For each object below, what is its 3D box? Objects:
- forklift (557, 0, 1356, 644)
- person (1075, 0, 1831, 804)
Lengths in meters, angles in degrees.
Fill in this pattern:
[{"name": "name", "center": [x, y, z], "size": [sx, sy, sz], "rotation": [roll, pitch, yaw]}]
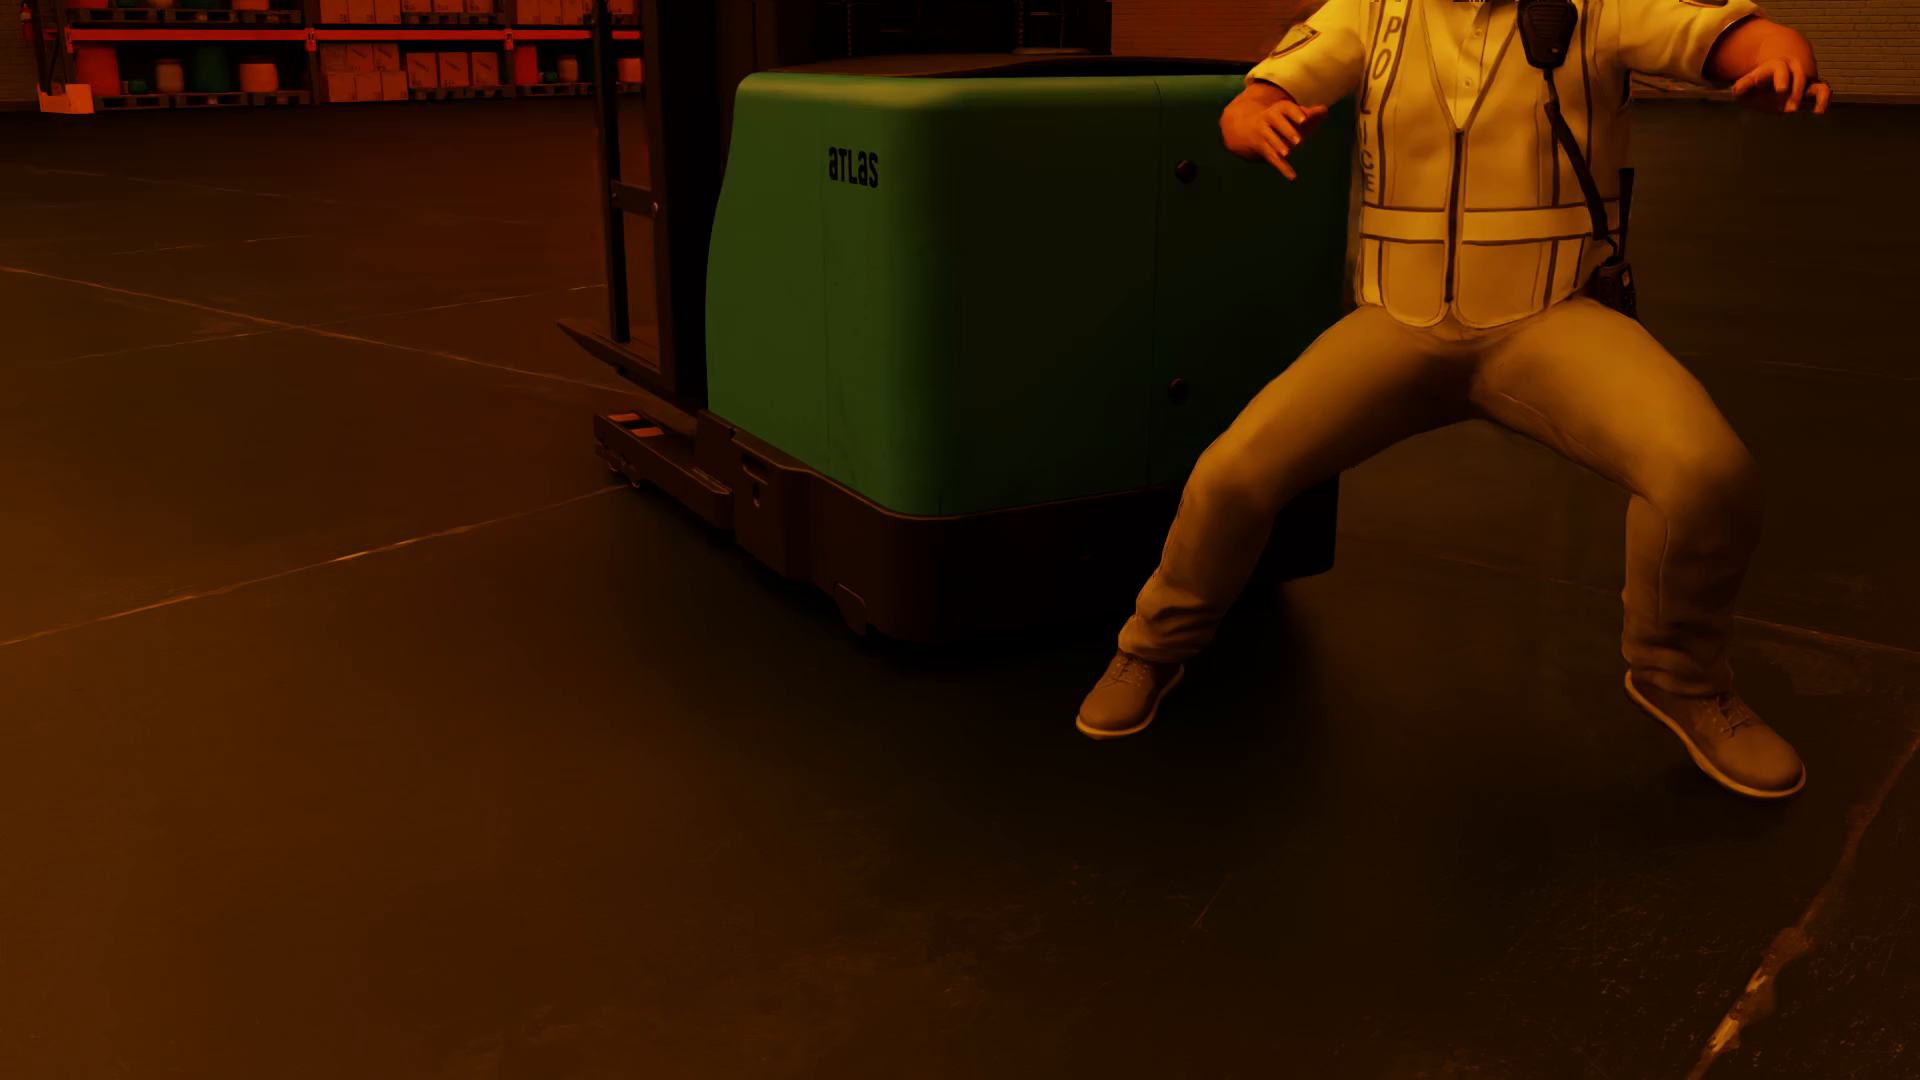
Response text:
[{"name": "forklift", "center": [-0.348, -1.591, 4.136], "size": [1.130, 2.935, 3.031], "rotation": [-9, 19, -27]}, {"name": "person", "center": [0.787, -0.373, 2.582], "size": [1.124, 1.530, 0.754], "rotation": [11, 20, 31]}]
